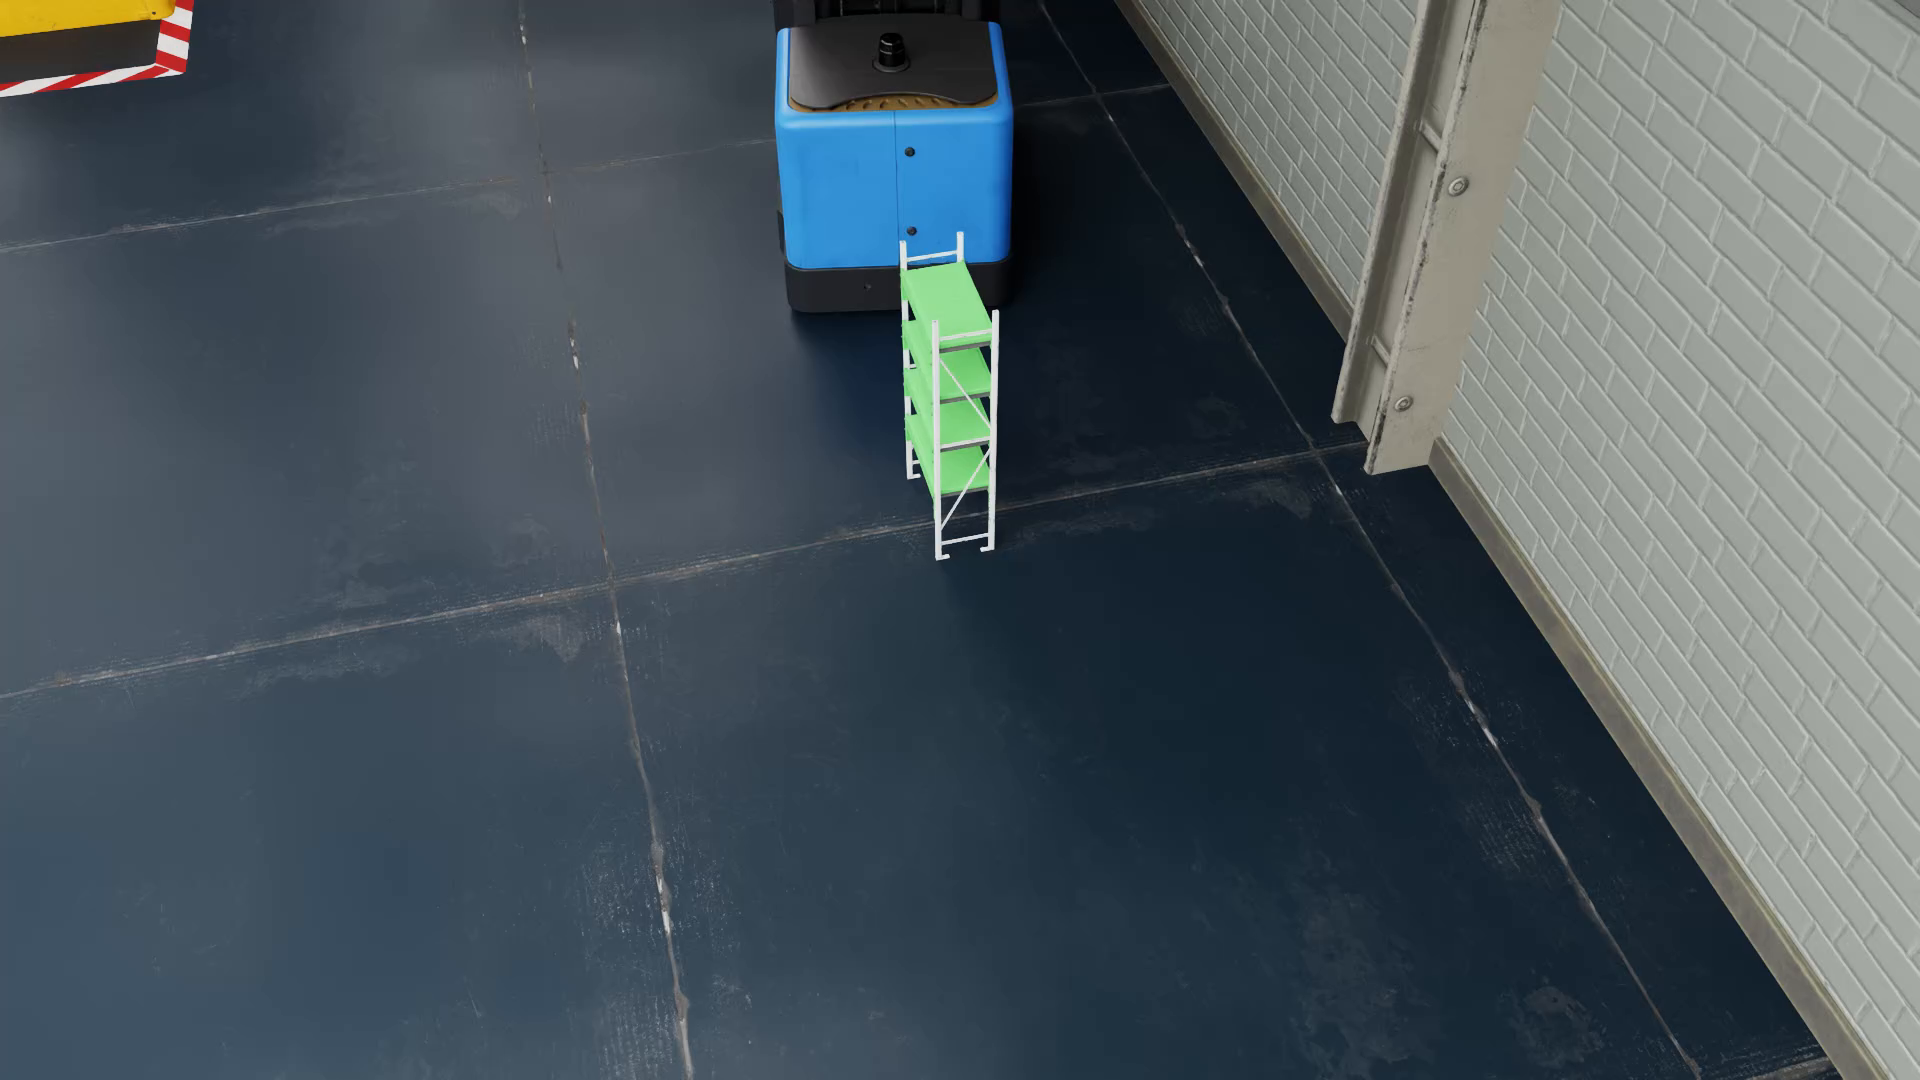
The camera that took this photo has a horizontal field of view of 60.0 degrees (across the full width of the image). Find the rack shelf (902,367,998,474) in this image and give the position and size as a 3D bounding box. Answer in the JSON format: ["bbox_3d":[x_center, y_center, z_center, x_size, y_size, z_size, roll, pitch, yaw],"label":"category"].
[{"bbox_3d":[-0.042,-0.490,6.479,0.258,0.148,0.480,-11,47,-10],"label":"rack shelf"}]

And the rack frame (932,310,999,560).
[{"bbox_3d":[0.020,-0.366,6.268,0.240,1.200,0.015,-11,47,-10],"label":"rack frame"}]

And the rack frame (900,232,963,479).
[{"bbox_3d":[-0.105,-0.703,6.599,0.240,1.200,0.015,-11,47,-10],"label":"rack frame"}]

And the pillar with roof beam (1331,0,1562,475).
[{"bbox_3d":[-2.339,-2.801,3.194,9.100,9.000,0.400,-11,47,-10],"label":"pillar with roof beam"}]

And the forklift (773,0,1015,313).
[{"bbox_3d":[-0.364,-3.121,7.756,1.130,2.935,3.031,-3,46,-2],"label":"forklift"}]

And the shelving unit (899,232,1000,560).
[{"bbox_3d":[-0.042,-0.534,6.433,0.258,1.200,0.503,-11,47,-10],"label":"shelving unit"}]

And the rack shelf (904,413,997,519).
[{"bbox_3d":[-0.042,-0.322,6.651,0.258,0.148,0.480,-11,47,-10],"label":"rack shelf"}]

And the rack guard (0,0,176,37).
[{"bbox_3d":[-5.224,-3.252,9.587,1.175,0.500,0.348,-11,47,-10],"label":"rack guard"}]

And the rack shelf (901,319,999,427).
[{"bbox_3d":[-0.042,-0.658,6.308,0.258,0.148,0.480,-11,47,-10],"label":"rack shelf"}]

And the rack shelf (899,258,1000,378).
[{"bbox_3d":[-0.042,-0.825,6.136,0.258,0.148,0.480,-11,47,-10],"label":"rack shelf"}]
